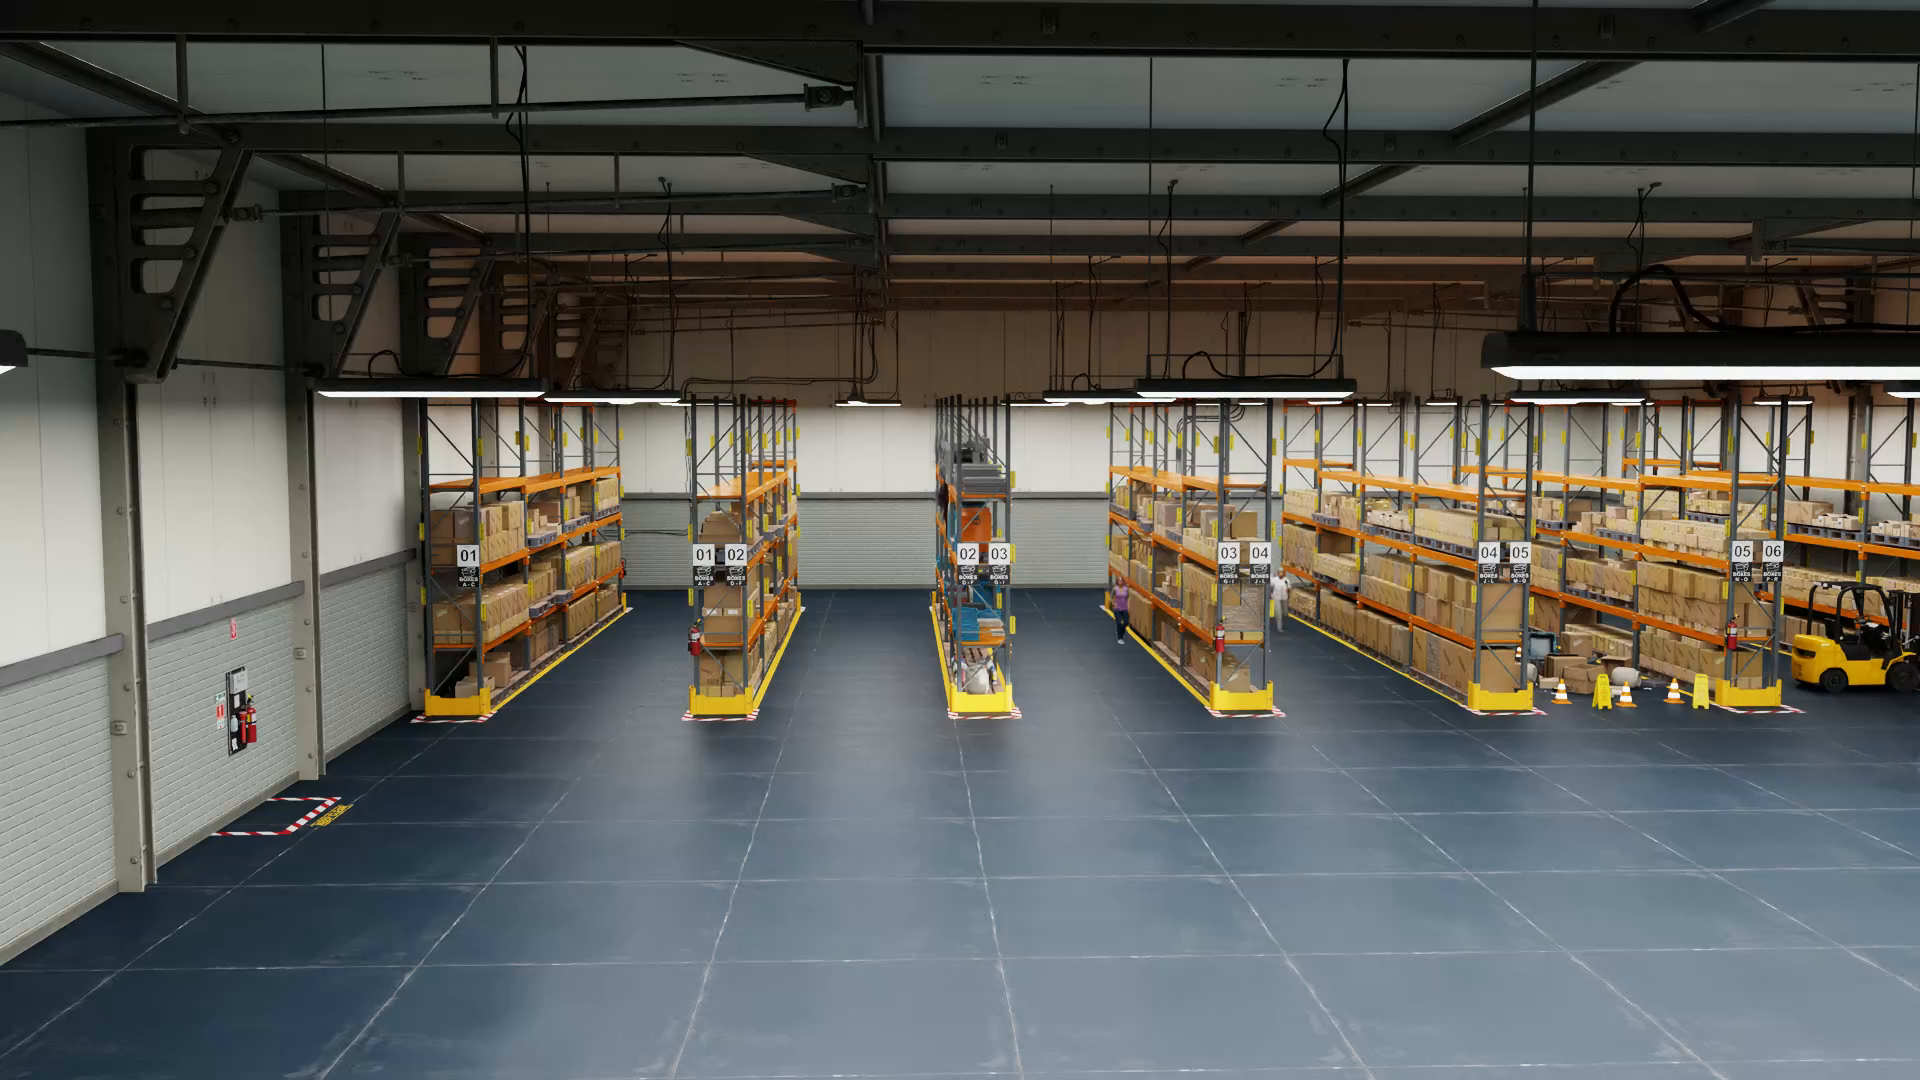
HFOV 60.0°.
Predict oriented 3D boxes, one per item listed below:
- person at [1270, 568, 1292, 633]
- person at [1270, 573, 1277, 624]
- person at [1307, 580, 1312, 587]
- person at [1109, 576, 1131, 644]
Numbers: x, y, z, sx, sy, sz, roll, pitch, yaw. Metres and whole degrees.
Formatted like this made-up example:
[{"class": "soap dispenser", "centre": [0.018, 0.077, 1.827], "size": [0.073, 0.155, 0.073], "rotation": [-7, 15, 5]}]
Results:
[{"class": "person", "centre": [8.248, 1.533, 42.861], "size": [0.620, 1.634, 0.823], "rotation": [0, 5, -4]}, {"class": "person", "centre": [8.130, 1.436, 44.034], "size": [0.617, 1.600, 0.811], "rotation": [0, 5, 4]}, {"class": "person", "centre": [10.428, 1.036, 49.096], "size": [0.536, 1.650, 0.700], "rotation": [4, 6, 39]}, {"class": "person", "centre": [3.723, 1.624, 38.476], "size": [0.512, 1.567, 0.491], "rotation": [0, 5, -5]}]
